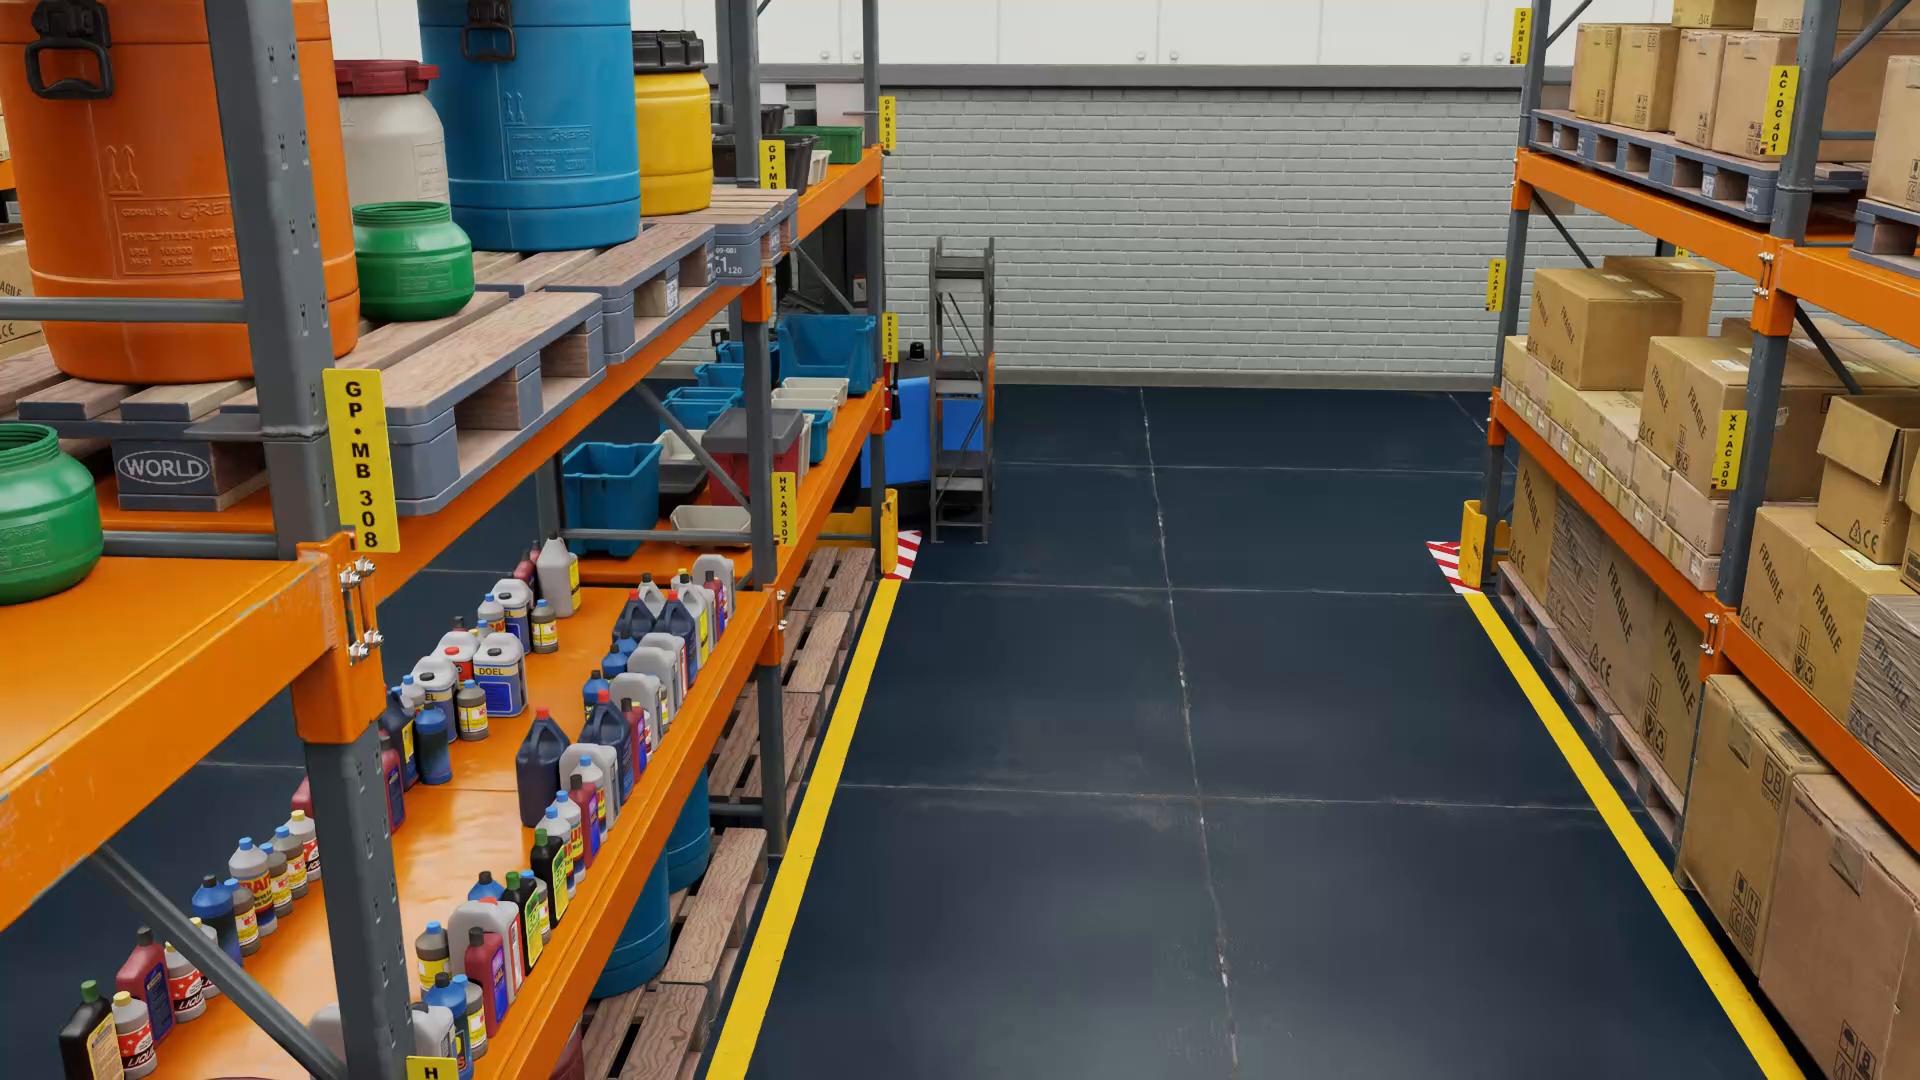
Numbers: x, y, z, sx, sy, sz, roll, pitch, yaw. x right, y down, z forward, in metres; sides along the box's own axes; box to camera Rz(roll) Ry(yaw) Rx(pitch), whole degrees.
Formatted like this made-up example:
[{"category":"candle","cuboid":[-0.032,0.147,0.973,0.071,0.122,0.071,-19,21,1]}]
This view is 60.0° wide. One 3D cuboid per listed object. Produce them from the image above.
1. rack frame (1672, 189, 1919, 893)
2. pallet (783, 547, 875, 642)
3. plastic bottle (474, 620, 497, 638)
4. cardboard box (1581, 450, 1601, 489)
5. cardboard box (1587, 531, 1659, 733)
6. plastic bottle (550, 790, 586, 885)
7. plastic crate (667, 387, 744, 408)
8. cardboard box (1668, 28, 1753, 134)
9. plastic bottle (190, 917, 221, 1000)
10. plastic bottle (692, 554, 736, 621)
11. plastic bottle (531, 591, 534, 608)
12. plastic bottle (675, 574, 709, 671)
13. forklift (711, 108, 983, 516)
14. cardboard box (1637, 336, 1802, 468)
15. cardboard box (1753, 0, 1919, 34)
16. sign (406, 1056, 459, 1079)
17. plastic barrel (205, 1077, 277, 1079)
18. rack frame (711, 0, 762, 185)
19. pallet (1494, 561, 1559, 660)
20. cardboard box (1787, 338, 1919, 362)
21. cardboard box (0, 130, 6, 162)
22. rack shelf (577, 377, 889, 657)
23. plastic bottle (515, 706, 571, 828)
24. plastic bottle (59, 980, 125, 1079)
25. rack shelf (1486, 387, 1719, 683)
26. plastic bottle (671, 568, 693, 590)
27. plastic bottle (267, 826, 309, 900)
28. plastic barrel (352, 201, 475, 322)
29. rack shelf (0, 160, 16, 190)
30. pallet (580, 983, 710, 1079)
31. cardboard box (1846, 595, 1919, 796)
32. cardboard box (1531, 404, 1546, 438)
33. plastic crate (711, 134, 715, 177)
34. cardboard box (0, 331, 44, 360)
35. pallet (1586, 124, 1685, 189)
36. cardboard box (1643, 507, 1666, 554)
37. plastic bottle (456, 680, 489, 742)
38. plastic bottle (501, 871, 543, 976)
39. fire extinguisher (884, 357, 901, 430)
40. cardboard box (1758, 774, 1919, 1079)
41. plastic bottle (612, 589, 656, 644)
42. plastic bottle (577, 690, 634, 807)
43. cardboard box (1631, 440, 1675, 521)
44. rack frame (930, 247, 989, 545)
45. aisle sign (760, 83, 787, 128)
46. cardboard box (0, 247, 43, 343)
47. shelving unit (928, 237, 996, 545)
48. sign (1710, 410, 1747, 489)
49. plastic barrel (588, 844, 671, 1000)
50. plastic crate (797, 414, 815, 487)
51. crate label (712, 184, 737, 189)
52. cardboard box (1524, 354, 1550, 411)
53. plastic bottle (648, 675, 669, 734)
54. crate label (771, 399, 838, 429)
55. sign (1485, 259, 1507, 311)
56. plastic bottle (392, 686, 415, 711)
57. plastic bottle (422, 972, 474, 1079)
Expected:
[{"category":"rack frame","cuboid":[3.647,0.100,6.802,1.000,3.000,0.127,1,18,4]},{"category":"pallet","cuboid":[-1.105,0.327,10.586,1.003,0.211,1.213,1,18,4]},{"category":"plastic bottle","cuboid":[-1.776,0.398,6.210,0.097,0.201,0.097,0,18,0]},{"category":"cardboard box","cuboid":[3.453,-0.361,8.612,0.380,0.149,0.250,2,18,5]},{"category":"cardboard box","cuboid":[3.838,0.427,8.540,0.875,0.875,0.875,1,18,4]},{"category":"plastic bottle","cuboid":[-1.125,0.843,4.740,0.097,0.271,0.097,0,18,0]},{"category":"plastic crate","cuboid":[-1.447,-0.724,9.488,0.416,0.233,0.300,1,18,4]},{"category":"cardboard box","cuboid":[3.865,-2.191,7.979,0.700,0.500,0.500,2,18,6]},{"category":"plastic bottle","cuboid":[-1.927,1.053,4.210,0.097,0.201,0.097,0,18,0]},{"category":"plastic bottle","cuboid":[-0.999,0.178,6.763,0.152,0.276,0.135,1,18,4]},{"category":"plastic bottle","cuboid":[-1.745,0.265,6.615,0.097,0.201,0.097,0,18,0]},{"category":"plastic bottle","cuboid":[-1.033,0.305,6.253,0.144,0.351,0.185,1,18,4]},{"category":"forklift","cuboid":[-1.340,-1.562,11.981,3.031,2.935,1.130,-8,20,-23]},{"category":"cardboard box","cuboid":[3.453,-0.631,7.591,0.500,0.500,0.500,1,18,4]},{"category":"cardboard box","cuboid":[3.721,-2.269,7.012,0.500,0.250,0.500,0,18,0]},{"category":"sign","cuboid":[-1.031,1.164,3.292,0.100,0.325,0.005,1,18,4]},{"category":"plastic barrel","cuboid":[-1.311,1.318,2.866,0.600,0.536,0.708,1,18,4]},{"category":"rack frame","cuboid":[-1.294,-2.862,6.205,1.000,3.000,0.127,1,18,4]},{"category":"pallet","cuboid":[3.954,0.433,10.264,1.003,0.211,1.213,1,18,4]},{"category":"cardboard box","cuboid":[3.979,-0.623,7.565,0.500,0.500,0.500,1,18,4]},{"category":"cardboard box","cuboid":[-5.791,-2.243,9.375,0.500,0.250,0.500,1,18,4]},{"category":"rack shelf","cuboid":[-1.150,-0.290,9.147,1.077,0.370,4.000,1,18,4]},{"category":"plastic bottle","cuboid":[-1.273,0.686,5.092,0.144,0.351,0.185,1,18,4]},{"category":"plastic bottle","cuboid":[-1.977,1.152,3.779,0.061,0.283,0.133,1,18,4]},{"category":"rack shelf","cuboid":[3.790,-0.180,8.810,1.077,0.370,4.000,1,18,4]},{"category":"plastic bottle","cuboid":[-1.125,0.216,6.765,0.097,0.201,0.097,0,18,0]},{"category":"plastic bottle","cuboid":[-1.892,0.902,4.672,0.097,0.201,0.097,0,18,0]},{"category":"plastic barrel","cuboid":[-1.275,-0.644,3.828,0.294,0.245,0.294,0,18,0]},{"category":"rack shelf","cuboid":[-6.091,-1.827,9.021,1.077,0.370,4.000,1,18,4]},{"category":"pallet","cuboid":[-1.475,1.933,5.685,1.003,0.211,1.213,1,18,4]},{"category":"cardboard box","cuboid":[3.293,0.501,5.416,0.500,0.500,0.500,1,18,3]},{"category":"cardboard box","cuboid":[3.526,-0.680,9.585,0.380,0.149,0.250,1,18,3]},{"category":"plastic crate","cuboid":[-1.474,-1.941,8.402,0.437,0.282,0.530,1,18,4]},{"category":"cardboard box","cuboid":[-5.783,-0.951,9.848,0.500,0.500,0.500,1,18,4]},{"category":"pallet","cuboid":[3.806,-1.915,8.277,1.003,0.211,1.213,1,18,4]},{"category":"cardboard box","cuboid":[3.379,-0.043,7.640,0.380,0.149,0.250,1,18,3]},{"category":"plastic bottle","cuboid":[-1.664,0.575,5.669,0.097,0.201,0.097,0,18,0]},{"category":"plastic bottle","cuboid":[-1.139,0.975,4.317,0.061,0.283,0.133,1,18,4]},{"category":"fire extinguisher","cuboid":[-0.543,-1.076,11.113,0.296,0.674,0.183,1,18,4]},{"category":"cardboard box","cuboid":[3.558,1.386,5.612,1.225,0.875,0.875,1,18,2]},{"category":"plastic bottle","cuboid":[-1.190,0.359,6.088,0.144,0.351,0.185,1,18,4]},{"category":"plastic bottle","cuboid":[-1.112,0.647,5.209,0.144,0.351,0.185,1,18,4]},{"category":"cardboard box","cuboid":[3.451,-0.274,7.706,0.500,0.250,0.500,2,18,6]},{"category":"rack frame","cuboid":[-0.004,-0.973,11.520,0.400,2.100,0.015,2,18,5]},{"category":"aisle sign","cuboid":[-1.298,-2.518,10.614,0.394,0.787,0.004,1,18,4]},{"category":"cardboard box","cuboid":[-5.773,-1.425,9.689,0.500,0.500,0.500,2,18,5]},{"category":"shelving unit","cuboid":[0.017,-1.049,11.751,0.431,2.100,0.503,2,18,5]},{"category":"sign","cuboid":[3.093,-0.361,6.691,0.100,0.325,0.005,1,18,4]},{"category":"plastic barrel","cuboid":[-1.400,1.175,6.215,0.600,0.901,0.708,1,18,4]},{"category":"plastic crate","cuboid":[-1.000,-0.453,8.583,0.437,0.282,0.530,1,18,4]},{"category":"crate label","cuboid":[-0.970,-1.457,7.157,0.293,0.136,0.466,1,18,4]},{"category":"cardboard box","cuboid":[3.599,-0.908,9.640,0.500,0.250,0.500,1,18,3]},{"category":"plastic bottle","cuboid":[-1.052,0.562,5.711,0.097,0.201,0.097,0,18,0]},{"category":"crate label","cuboid":[-0.915,-0.722,9.638,0.396,0.136,0.243,1,18,4]},{"category":"sign","cuboid":[3.380,-1.606,10.490,0.100,0.325,0.005,1,18,4]},{"category":"plastic bottle","cuboid":[-1.832,0.611,5.449,0.097,0.271,0.097,0,18,0]},{"category":"plastic bottle","cuboid":[-1.191,1.130,3.864,0.097,0.271,0.097,0,18,0]}]
